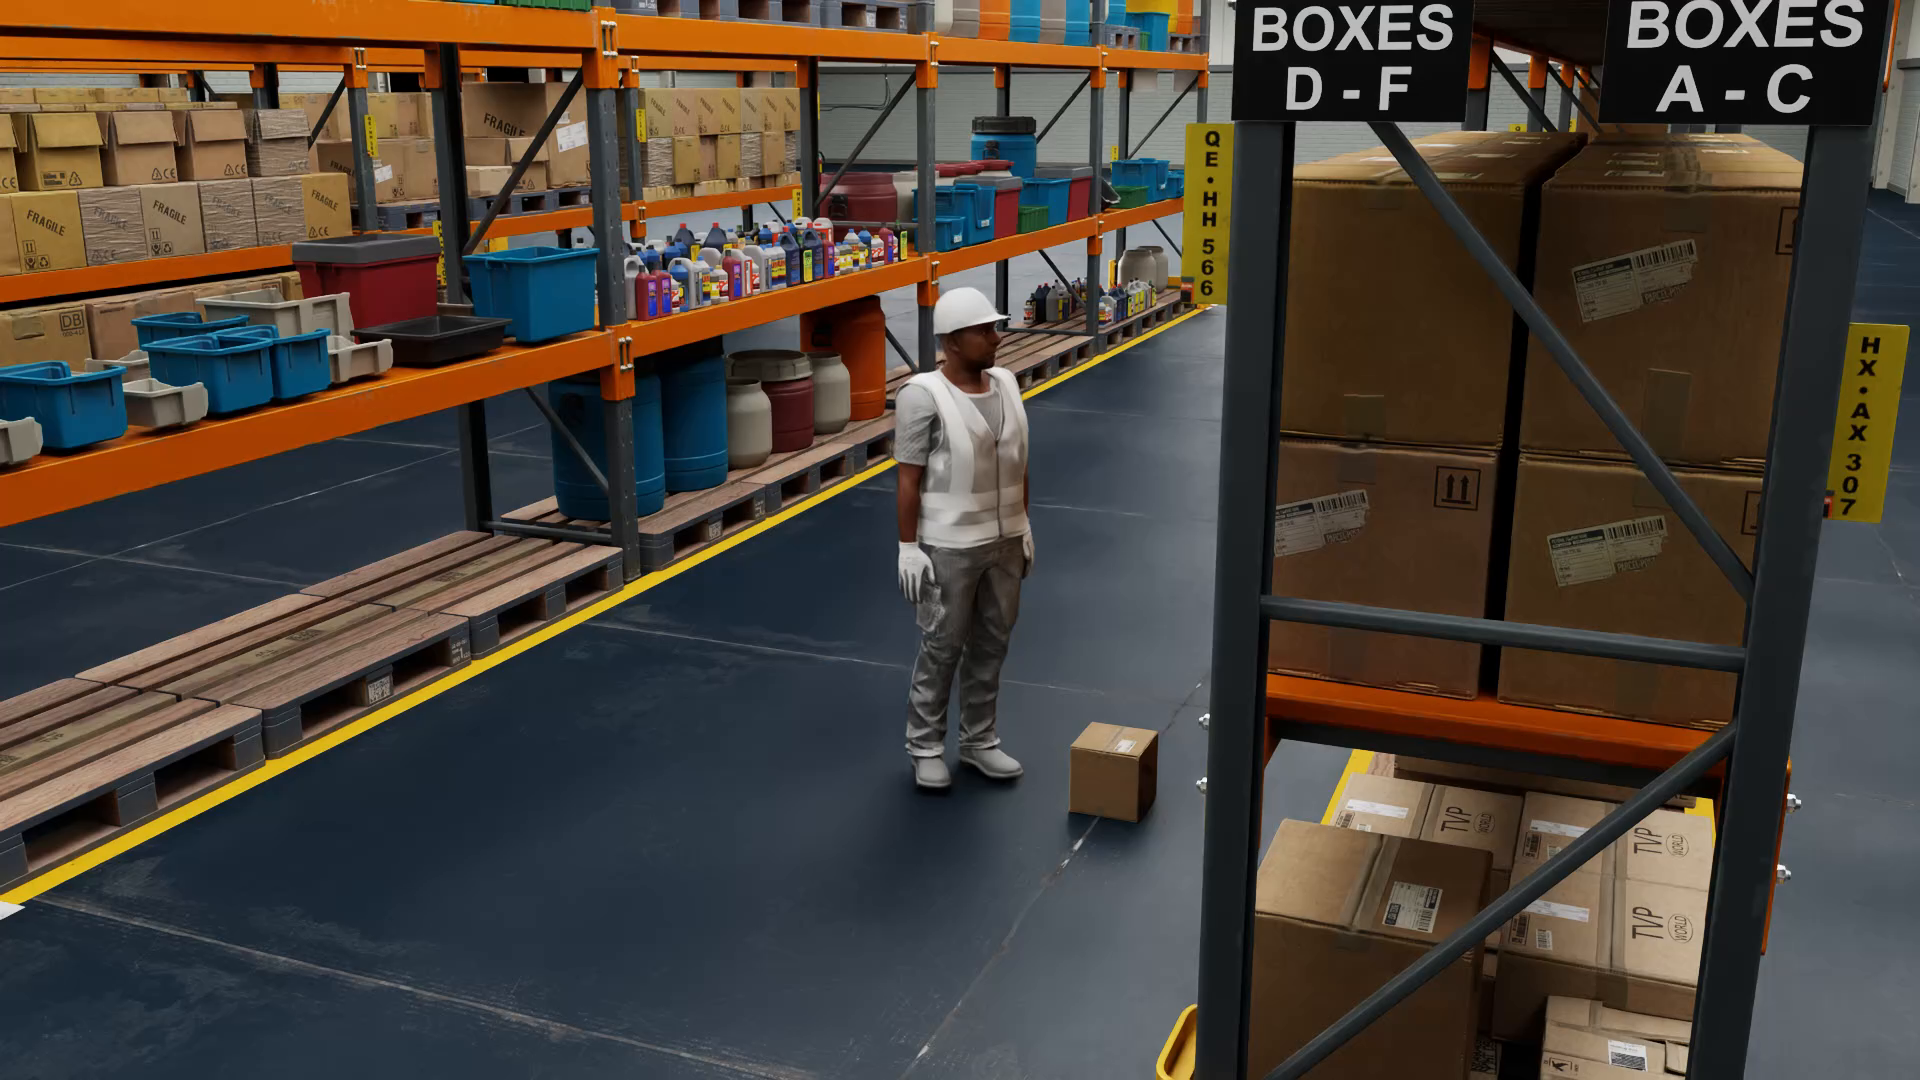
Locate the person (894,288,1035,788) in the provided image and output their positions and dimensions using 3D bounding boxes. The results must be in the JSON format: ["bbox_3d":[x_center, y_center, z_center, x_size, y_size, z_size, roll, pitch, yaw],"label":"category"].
[{"bbox_3d":[0.020,0.000,5.911,0.575,1.783,0.381,-13,20,-39],"label":"person"}]
